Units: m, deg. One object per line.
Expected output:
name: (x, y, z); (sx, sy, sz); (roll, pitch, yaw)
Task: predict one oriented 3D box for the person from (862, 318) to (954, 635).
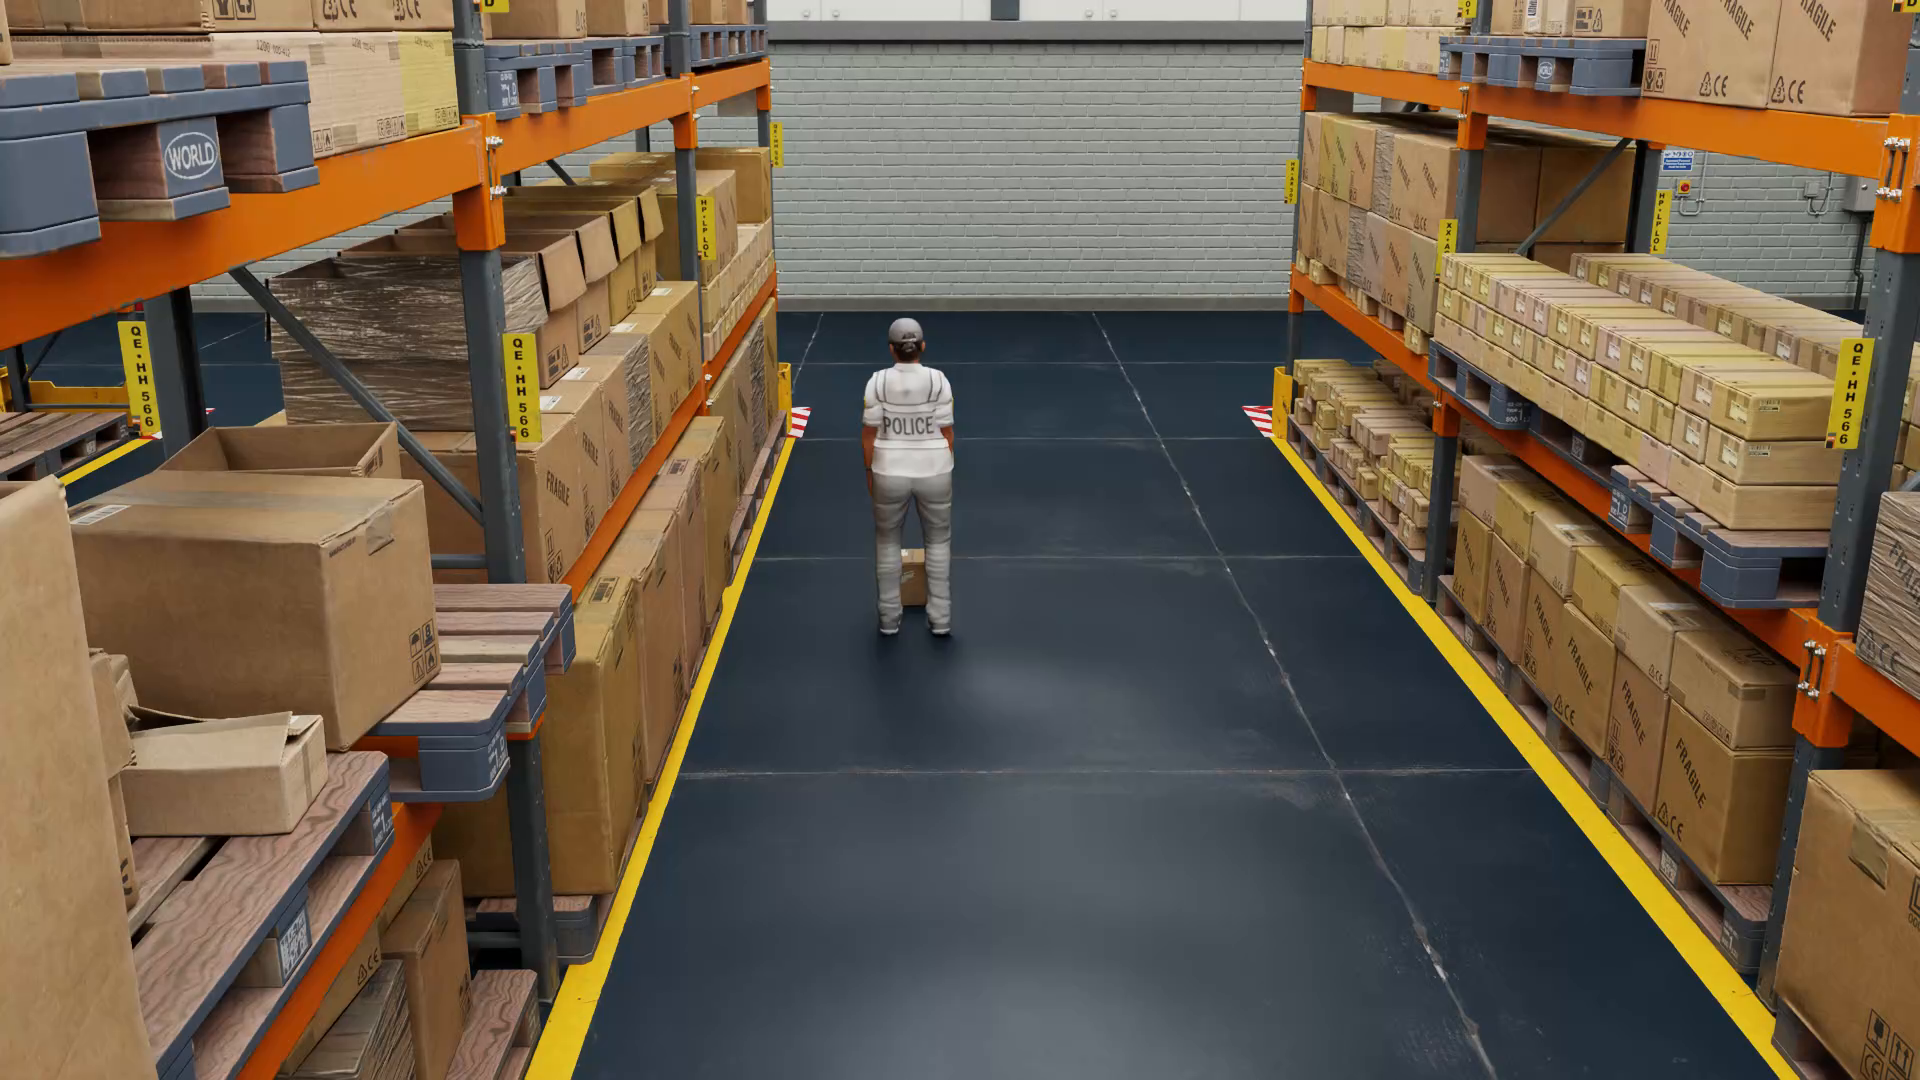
person: (-0.268, -0.319, 8.597); (0.471, 1.660, 0.390); (-1, 17, -2)
